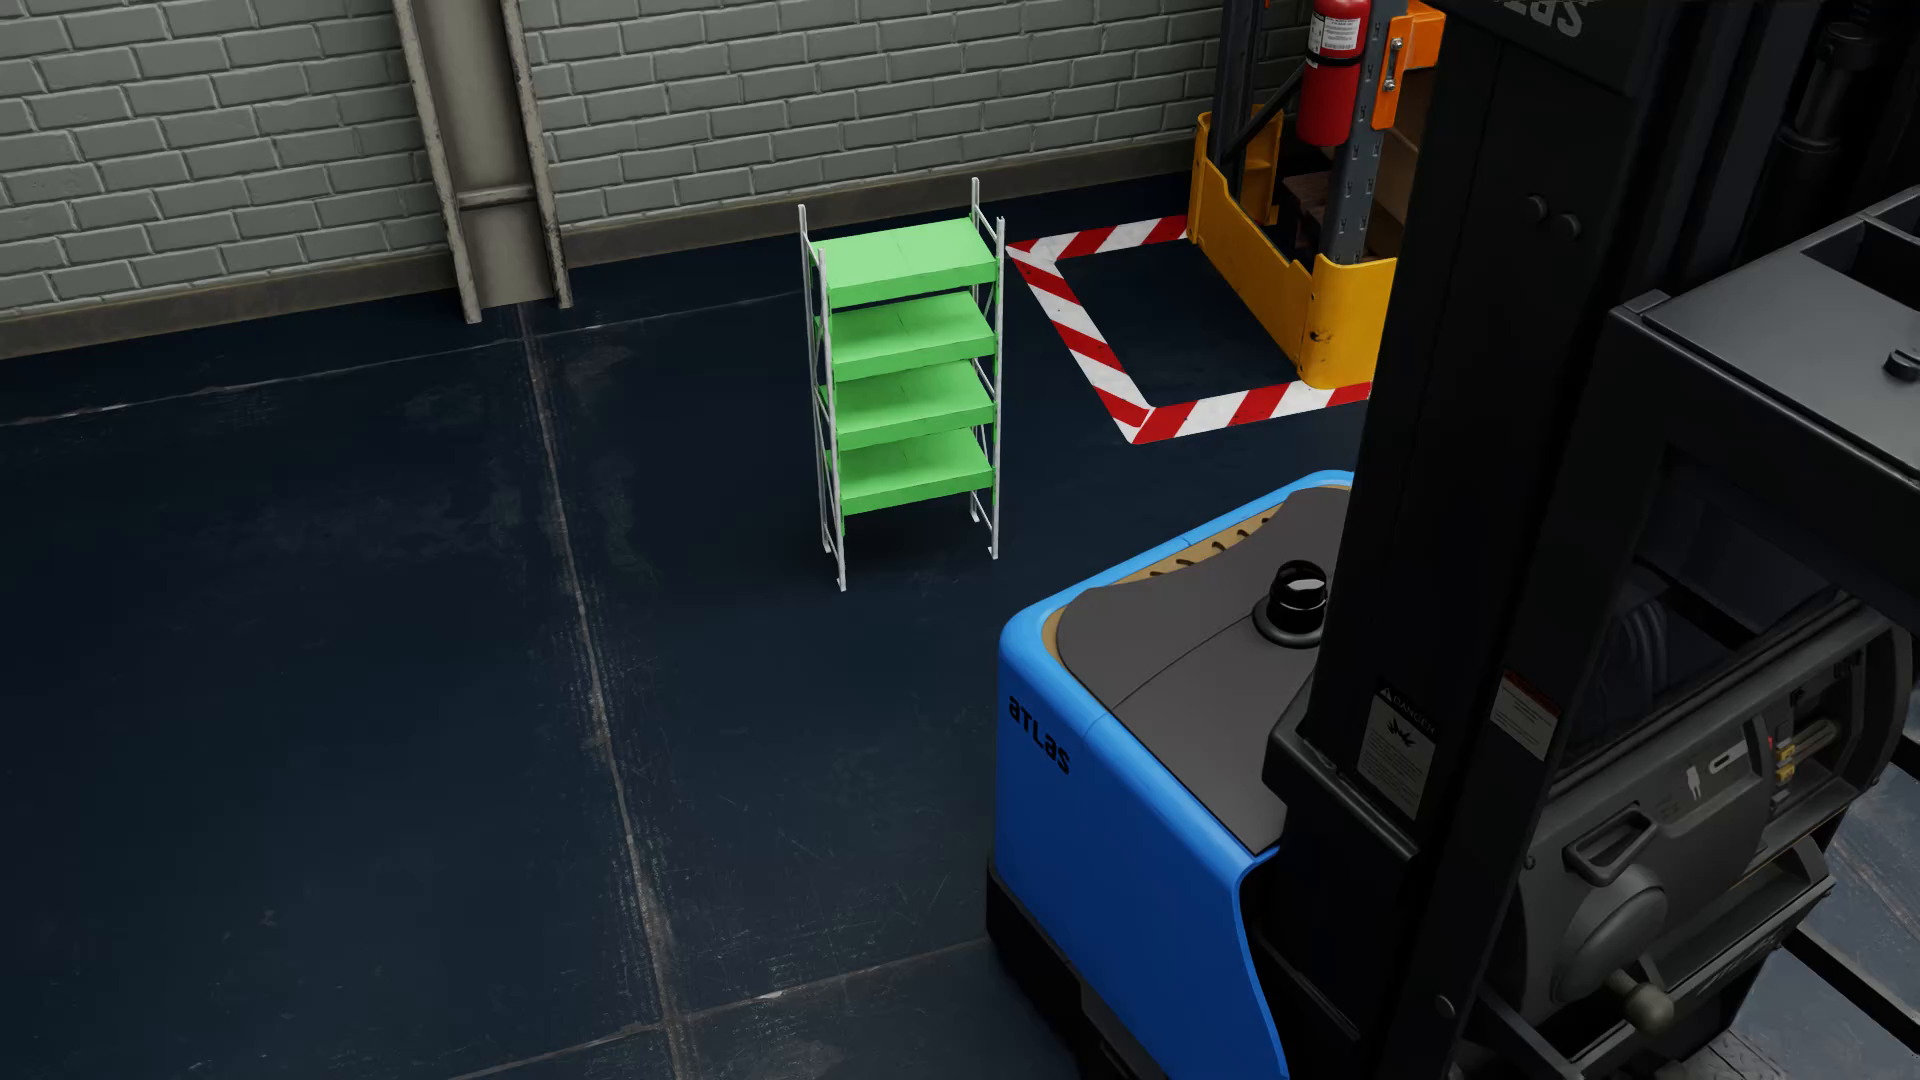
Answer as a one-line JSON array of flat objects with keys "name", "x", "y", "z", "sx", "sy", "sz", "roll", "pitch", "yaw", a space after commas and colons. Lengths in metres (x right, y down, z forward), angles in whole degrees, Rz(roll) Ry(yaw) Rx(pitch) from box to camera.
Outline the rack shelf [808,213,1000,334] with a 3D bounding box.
[{"name": "rack shelf", "x": -0.158, "y": -0.732, "z": 4.544, "sx": 0.480, "sy": 0.148, "sz": 0.258, "roll": -12, "pitch": 42, "yaw": -13}]

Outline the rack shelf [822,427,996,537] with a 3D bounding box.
[{"name": "rack shelf", "x": -0.158, "y": -0.190, "z": 5.018, "sx": 0.480, "sy": 0.148, "sz": 0.258, "roll": -12, "pitch": 42, "yaw": -13}]

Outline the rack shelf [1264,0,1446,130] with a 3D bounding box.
[{"name": "rack shelf", "x": 3.062, "y": -2.157, "z": 5.986, "sx": 4.000, "sy": 0.370, "sz": 1.077, "roll": -12, "pitch": 42, "yaw": -13}]

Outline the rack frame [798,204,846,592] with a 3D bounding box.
[{"name": "rack frame", "x": -0.391, "y": -0.371, "z": 4.763, "sx": 0.015, "sy": 1.200, "sz": 0.240, "roll": -12, "pitch": 42, "yaw": -13}]

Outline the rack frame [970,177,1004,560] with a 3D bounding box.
[{"name": "rack frame", "x": 0.075, "y": -0.467, "z": 4.873, "sx": 0.015, "sy": 1.200, "sz": 0.240, "roll": -12, "pitch": 42, "yaw": -13}]

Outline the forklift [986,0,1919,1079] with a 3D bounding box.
[{"name": "forklift", "x": 1.300, "y": 0.501, "z": 2.449, "sx": 1.130, "sy": 2.935, "sz": 3.031, "roll": -24, "pitch": 46, "yaw": -25}]

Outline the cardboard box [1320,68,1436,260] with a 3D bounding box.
[{"name": "cardboard box", "x": 1.766, "y": -1.312, "z": 6.050, "sx": 0.637, "sy": 0.503, "sz": 0.797, "roll": -13, "pitch": 43, "yaw": -15}]

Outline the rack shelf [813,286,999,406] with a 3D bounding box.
[{"name": "rack shelf", "x": -0.158, "y": -0.552, "z": 4.702, "sx": 0.480, "sy": 0.148, "sz": 0.258, "roll": -12, "pitch": 42, "yaw": -13}]

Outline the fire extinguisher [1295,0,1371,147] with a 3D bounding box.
[{"name": "fire extinguisher", "x": 1.153, "y": -1.544, "z": 5.080, "sx": 0.183, "sy": 0.674, "sz": 0.296, "roll": -12, "pitch": 42, "yaw": -13}]

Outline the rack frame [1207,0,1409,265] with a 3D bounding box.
[{"name": "rack frame", "x": 1.155, "y": -2.033, "z": 5.297, "sx": 0.127, "sy": 3.000, "sz": 1.000, "roll": -12, "pitch": 42, "yaw": -13}]

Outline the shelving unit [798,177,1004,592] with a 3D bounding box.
[{"name": "shelving unit", "x": -0.158, "y": -0.419, "z": 4.818, "sx": 0.503, "sy": 1.200, "sz": 0.258, "roll": -12, "pitch": 42, "yaw": -13}]

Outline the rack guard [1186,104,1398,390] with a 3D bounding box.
[{"name": "rack guard", "x": 1.227, "y": -1.106, "z": 6.136, "sx": 0.348, "sy": 0.500, "sz": 1.175, "roll": -12, "pitch": 42, "yaw": -13}]

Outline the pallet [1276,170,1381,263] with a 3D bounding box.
[{"name": "pallet", "x": 1.987, "y": -1.156, "z": 6.413, "sx": 1.213, "sy": 0.211, "sz": 1.003, "roll": -12, "pitch": 42, "yaw": -13}]

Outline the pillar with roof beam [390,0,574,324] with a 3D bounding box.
[{"name": "pillar with roof beam", "x": -0.395, "y": -1.623, "z": 0.268, "sx": 0.400, "sy": 9.000, "sz": 9.100, "roll": -12, "pitch": 42, "yaw": -13}]

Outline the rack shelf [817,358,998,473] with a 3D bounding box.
[{"name": "rack shelf", "x": -0.158, "y": -0.371, "z": 4.860, "sx": 0.480, "sy": 0.148, "sz": 0.258, "roll": -12, "pitch": 42, "yaw": -13}]
